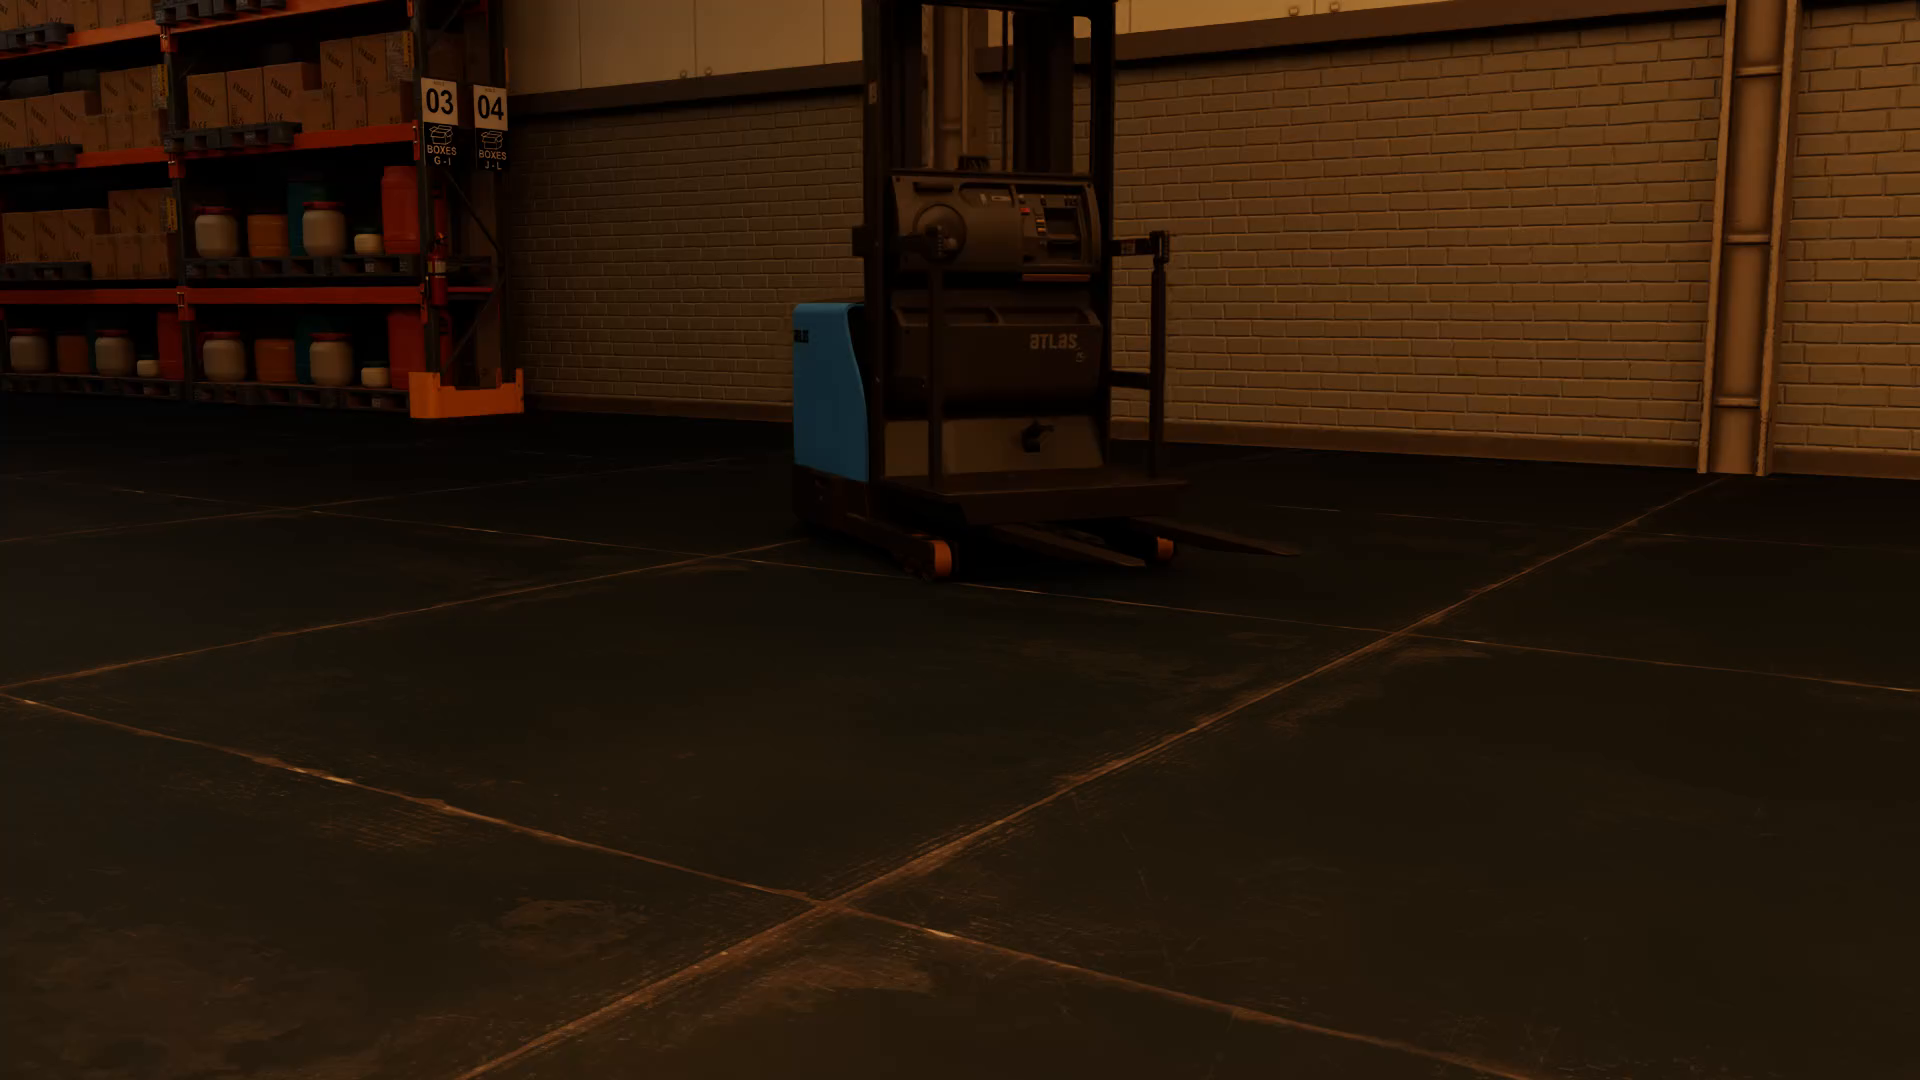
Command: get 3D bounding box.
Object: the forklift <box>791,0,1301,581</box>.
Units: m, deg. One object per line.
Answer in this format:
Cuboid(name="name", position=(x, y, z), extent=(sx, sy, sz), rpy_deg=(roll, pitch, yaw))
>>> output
Cuboid(name="forklift", position=(0.248, -1.359, 6.748), extent=(1.130, 2.935, 3.031), rpy_deg=(-4, 9, -24))
